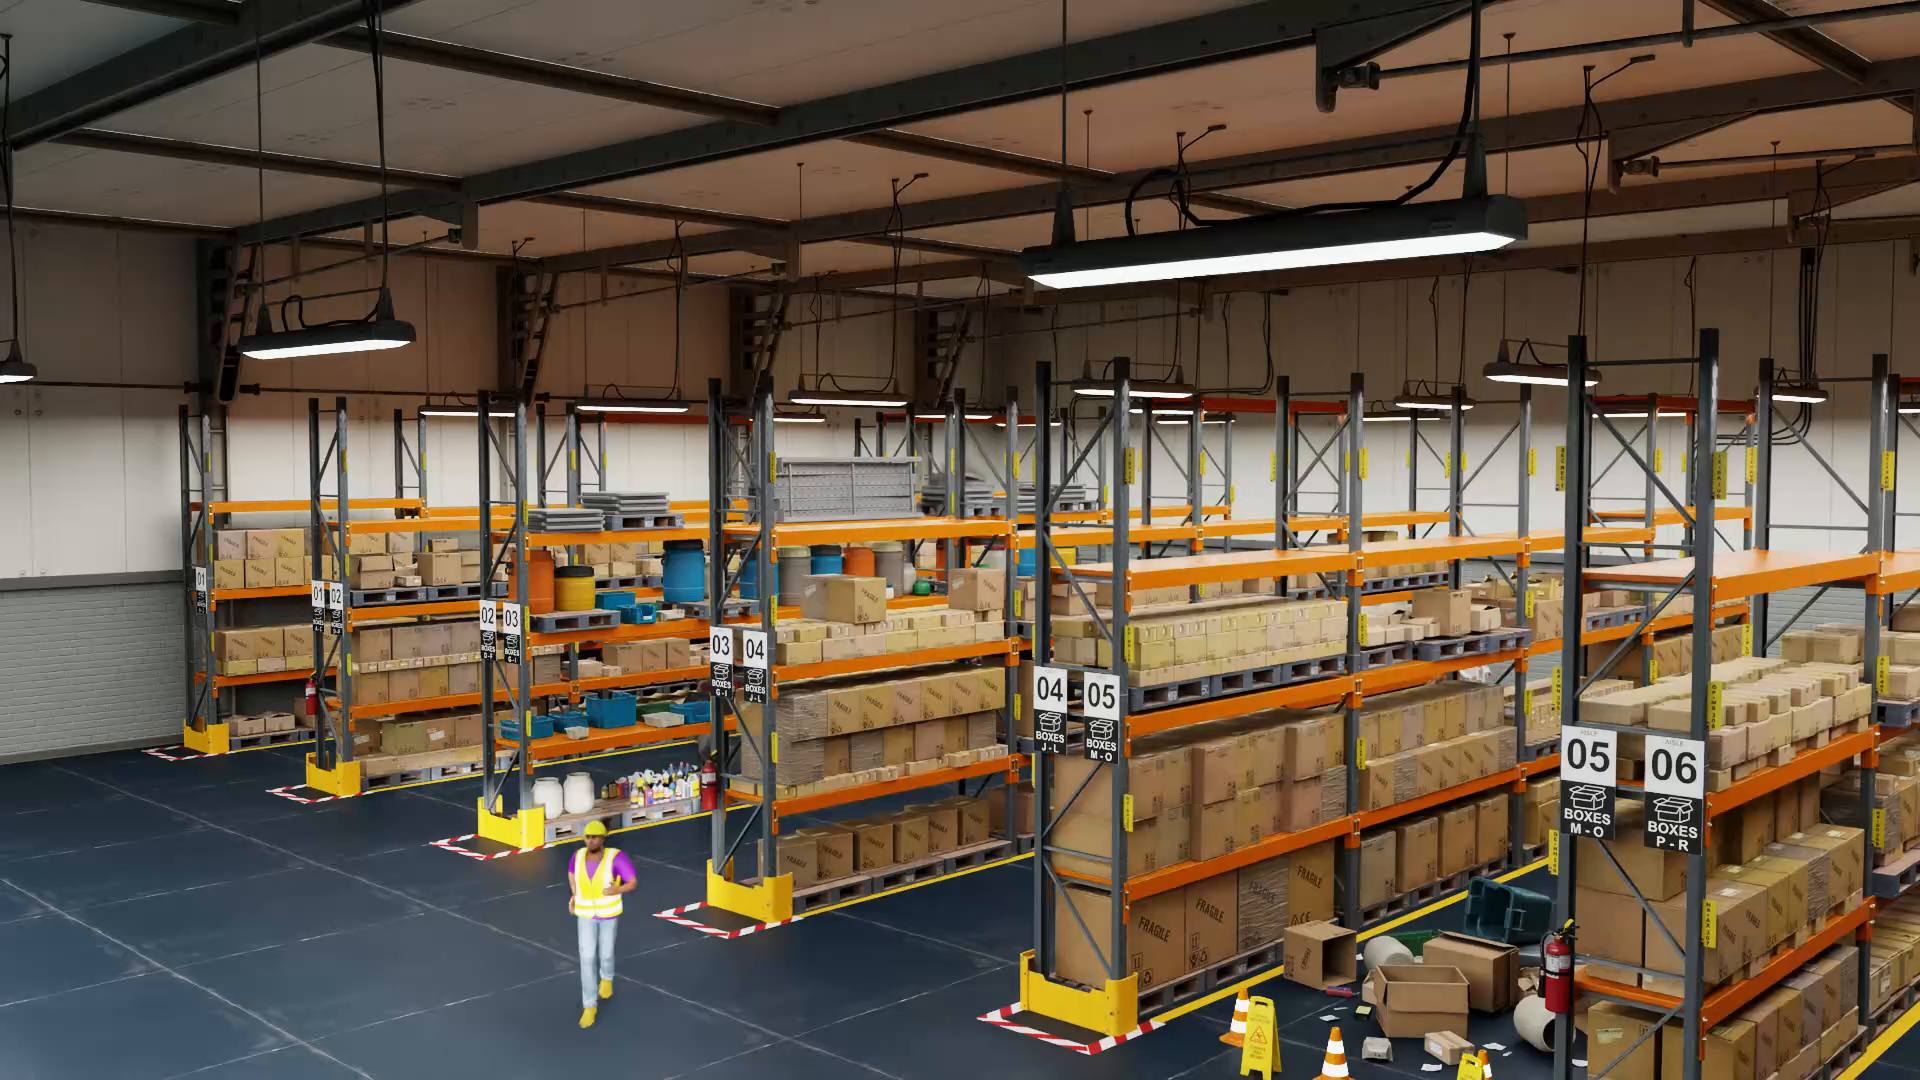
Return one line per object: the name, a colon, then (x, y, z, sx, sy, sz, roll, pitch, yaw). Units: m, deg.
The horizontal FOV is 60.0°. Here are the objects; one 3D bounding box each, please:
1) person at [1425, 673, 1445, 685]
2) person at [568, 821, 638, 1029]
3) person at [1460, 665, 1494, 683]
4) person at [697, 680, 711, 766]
person: (7.569, 2.886, 26.451, 0.631, 1.804, 0.721, 2, 4, 35)
person: (-3.309, 3.467, 15.325, 0.667, 1.794, 0.909, 0, 3, -3)
person: (9.494, 2.686, 30.811, 0.741, 1.728, 0.718, -2, 4, -33)
person: (-4.011, 3.002, 26.475, 0.608, 1.564, 0.561, -3, 4, -41)
